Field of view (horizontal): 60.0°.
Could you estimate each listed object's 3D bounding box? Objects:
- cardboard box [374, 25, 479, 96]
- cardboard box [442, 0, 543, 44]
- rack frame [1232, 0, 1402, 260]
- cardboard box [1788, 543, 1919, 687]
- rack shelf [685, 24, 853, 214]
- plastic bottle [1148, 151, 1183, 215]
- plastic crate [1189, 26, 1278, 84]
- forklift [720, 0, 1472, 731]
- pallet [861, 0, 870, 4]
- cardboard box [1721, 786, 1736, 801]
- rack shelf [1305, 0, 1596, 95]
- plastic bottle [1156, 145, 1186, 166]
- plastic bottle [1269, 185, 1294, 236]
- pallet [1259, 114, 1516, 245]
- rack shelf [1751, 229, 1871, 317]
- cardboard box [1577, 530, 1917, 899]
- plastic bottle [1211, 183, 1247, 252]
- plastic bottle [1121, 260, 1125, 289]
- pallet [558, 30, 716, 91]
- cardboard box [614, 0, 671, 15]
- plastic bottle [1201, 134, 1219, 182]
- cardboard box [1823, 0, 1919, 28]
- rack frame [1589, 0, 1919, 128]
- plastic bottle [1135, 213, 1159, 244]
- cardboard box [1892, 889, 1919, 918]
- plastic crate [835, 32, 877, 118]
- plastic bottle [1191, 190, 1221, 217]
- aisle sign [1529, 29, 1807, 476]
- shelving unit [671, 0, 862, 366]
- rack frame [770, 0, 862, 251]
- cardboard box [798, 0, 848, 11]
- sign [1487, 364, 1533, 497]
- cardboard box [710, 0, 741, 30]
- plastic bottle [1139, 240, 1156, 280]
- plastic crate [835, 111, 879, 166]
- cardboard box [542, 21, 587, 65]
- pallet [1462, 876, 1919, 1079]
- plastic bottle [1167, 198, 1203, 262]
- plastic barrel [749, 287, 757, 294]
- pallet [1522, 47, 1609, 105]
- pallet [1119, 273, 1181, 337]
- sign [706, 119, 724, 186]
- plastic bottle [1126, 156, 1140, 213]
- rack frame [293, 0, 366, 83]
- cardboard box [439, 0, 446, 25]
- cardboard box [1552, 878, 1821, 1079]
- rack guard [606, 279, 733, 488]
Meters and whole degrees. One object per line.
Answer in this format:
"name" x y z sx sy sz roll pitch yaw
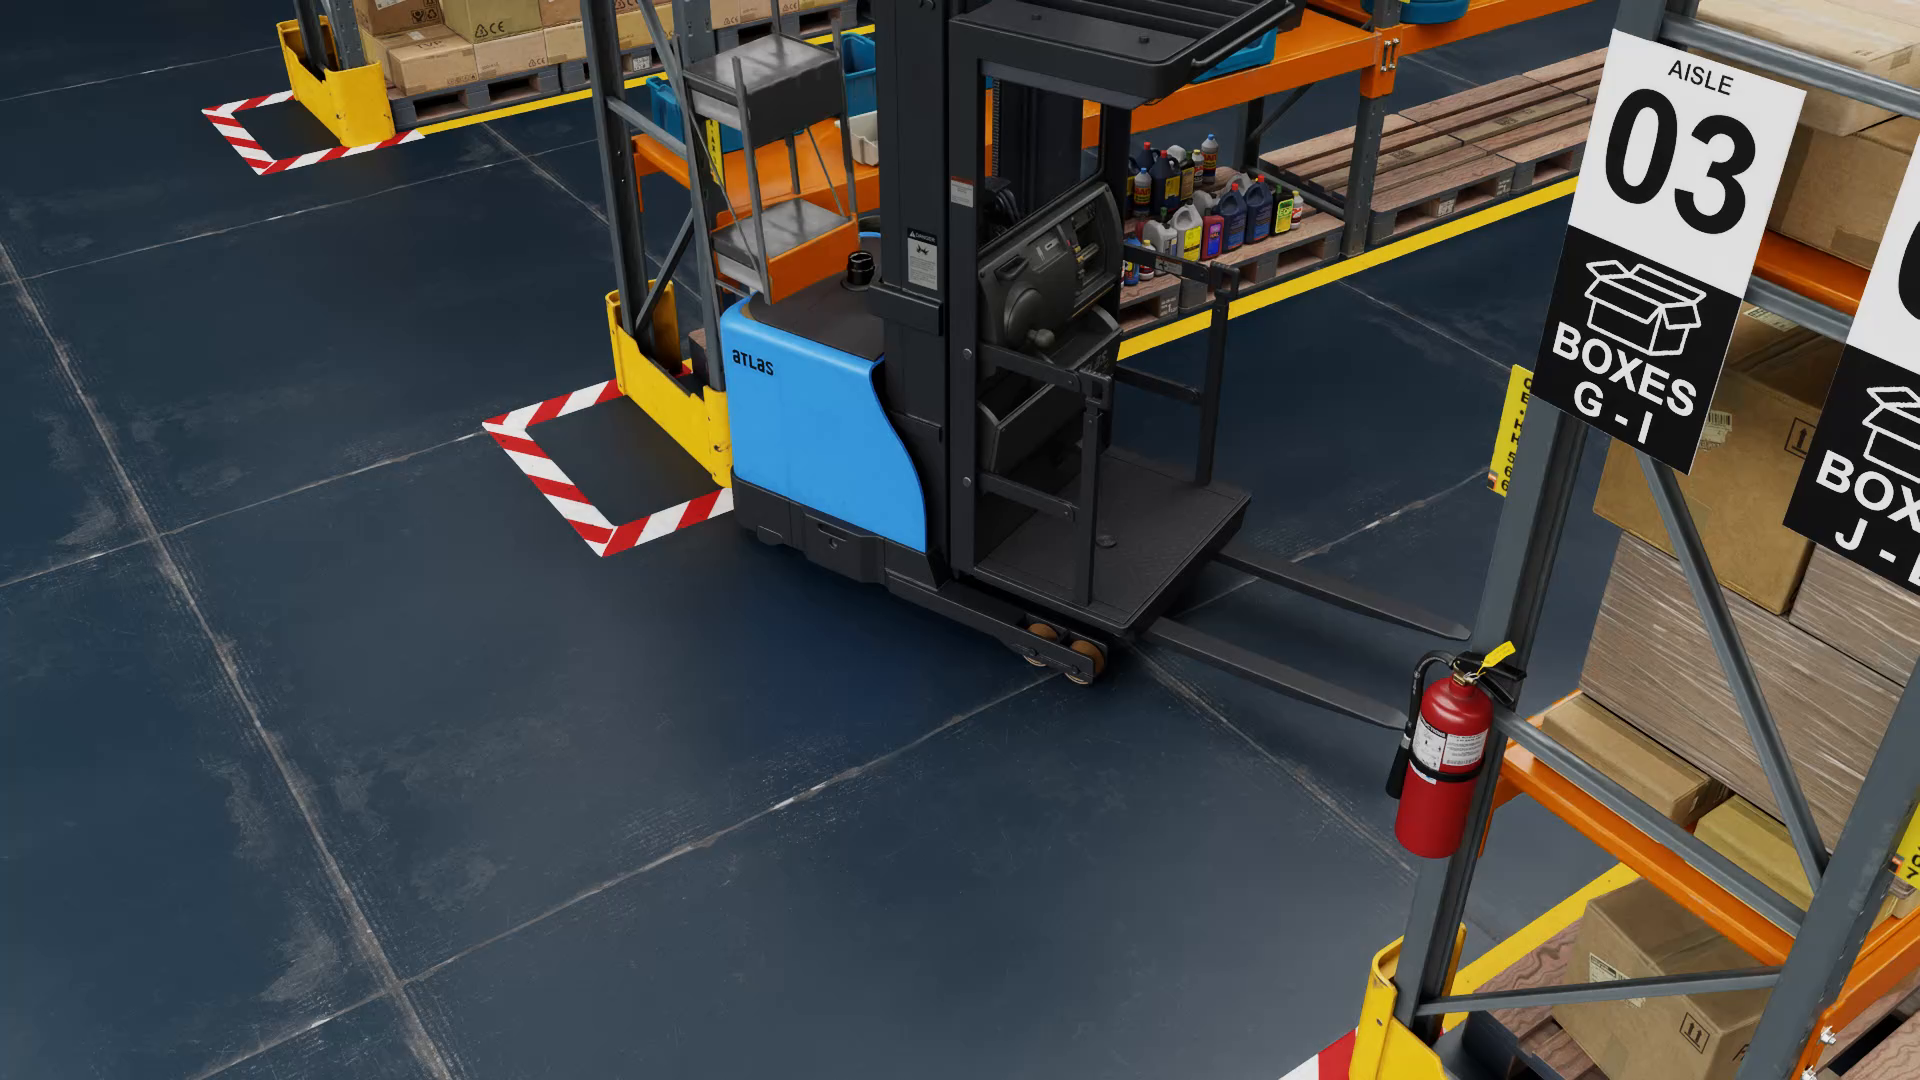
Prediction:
"cardboard box" -3.578 -3.222 11.156 0.500 0.250 0.500 -22 41 -28
"cardboard box" -3.171 -3.695 11.172 0.500 0.500 0.500 -22 41 -28
"rack frame" 1.975 -3.073 8.954 0.127 3.000 1.000 -22 41 -28
"cardboard box" 2.166 0.014 3.465 0.500 0.500 0.500 -22 41 -28
"rack shelf" -0.760 -1.664 6.548 0.480 0.518 0.431 -33 46 -33
"plastic bottle" 1.159 -2.034 9.401 0.185 0.351 0.144 -22 41 -28
"plastic crate" 1.227 -2.511 8.300 0.616 0.251 0.499 -22 41 -28
"forklift" 0.521 -0.985 6.110 3.031 2.935 1.130 21 41 27
"pallet" -0.295 -4.573 13.428 1.213 0.211 1.003 -22 41 -28
"cardboard box" 1.878 0.460 4.257 0.250 0.149 0.380 -22 41 -28
"rack shelf" 3.610 -3.454 10.100 4.000 0.370 1.077 -22 41 -28
"plastic bottle" 1.214 -2.126 9.593 0.135 0.276 0.152 -21 41 -26
"plastic bottle" 1.772 -1.830 9.175 0.133 0.283 0.061 -20 40 -26
"pallet" 2.595 -2.224 10.161 1.213 0.211 1.003 -22 41 -28
"rack shelf" 3.194 -0.962 4.066 4.000 0.370 1.077 -22 41 -28
"cardboard box" 2.024 0.303 3.920 0.500 0.500 0.875 -22 41 -28
"plastic bottle" 1.458 -1.758 9.017 0.185 0.351 0.144 -25 42 -30
"plastic bottle" 0.810 -1.414 8.667 0.097 0.201 0.097 0 36 0
"pallet" -2.547 -3.646 12.139 1.213 0.211 1.003 -22 41 -28
"cardboard box" -2.351 -4.029 11.636 0.500 0.500 0.500 -22 41 -28
"plastic bottle" 1.462 -2.246 9.764 0.097 0.271 0.097 0 36 0
"cardboard box" 1.887 -0.957 3.229 0.250 0.149 0.380 -24 42 -29
"rack frame" 1.559 -1.800 2.045 0.127 3.000 1.000 -22 41 -28
"plastic bottle" 0.997 -1.620 8.883 0.133 0.283 0.061 -22 41 -28
"cardboard box" 2.145 0.681 3.949 0.250 0.149 0.380 -22 41 -28
"plastic crate" -0.523 -2.194 7.859 0.408 0.251 0.499 -22 41 -28
"plastic bottle" 1.352 -1.790 9.125 0.135 0.276 0.152 -22 41 -28
"aisle sign" 1.335 -0.542 3.208 0.004 0.787 0.394 -22 41 -28
"shelving unit" -0.726 -1.119 6.964 0.503 2.100 0.431 -33 46 -33
"rack frame" -0.553 -1.231 7.096 0.015 2.100 0.400 -33 46 -33
"cardboard box" -1.128 -4.233 12.561 0.500 0.250 0.500 -22 41 -28
"sign" 1.256 -0.234 3.744 0.005 0.325 0.100 -22 41 -28
"cardboard box" -1.943 -3.894 12.090 0.500 0.250 0.500 -22 41 -28
"plastic bottle" 0.978 -1.483 8.763 0.097 0.201 0.097 0 36 0
"plastic crate" -0.377 -1.768 7.365 0.250 0.136 0.298 -22 41 -28
"cardboard box" -2.763 -3.560 11.625 0.500 0.250 0.500 -22 41 -28
"pallet" 2.305 1.486 5.003 1.213 0.211 1.003 -22 41 -28
"plastic bottle" 1.194 -1.649 8.866 0.185 0.351 0.144 -23 41 -28
"plastic barrel" -0.800 -1.146 8.046 0.421 0.512 0.421 0 36 0
"pallet" 4.589 -3.045 11.303 1.213 0.211 1.003 -22 41 -28
"pallet" 0.404 -1.322 8.908 1.213 0.211 1.003 -22 41 -28
"sign" -0.981 -1.576 6.636 0.005 0.325 0.100 -22 41 -28
"plastic bottle" 0.922 -2.040 9.409 0.185 0.351 0.144 -24 42 -30
"rack frame" -4.145 -4.093 10.372 0.127 3.000 1.000 -22 41 -28
"cardboard box" -3.475 -3.643 11.741 0.500 0.250 0.500 -22 41 -28
"cardboard box" 2.079 1.278 4.685 0.500 0.500 0.500 -15 38 -20
"rack guard" -1.259 -0.761 7.880 0.348 0.500 1.175 -22 41 -28
